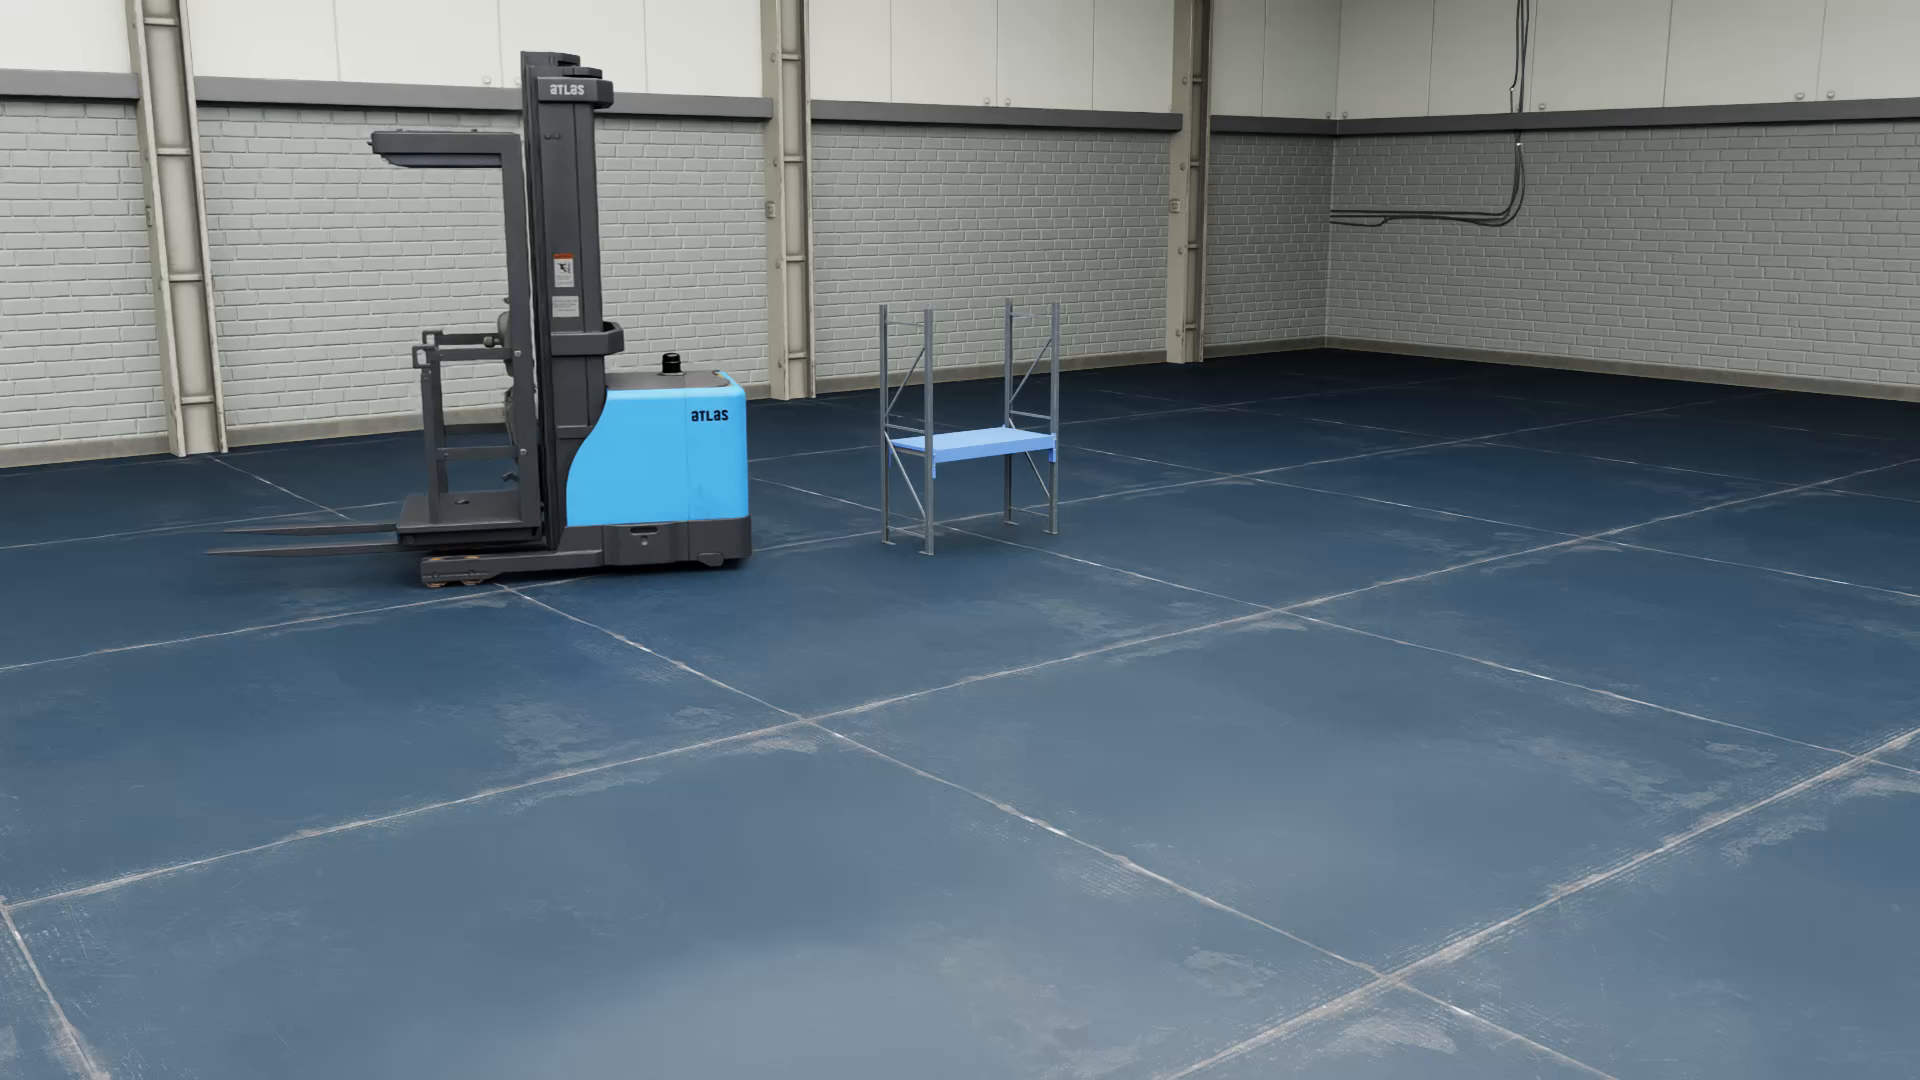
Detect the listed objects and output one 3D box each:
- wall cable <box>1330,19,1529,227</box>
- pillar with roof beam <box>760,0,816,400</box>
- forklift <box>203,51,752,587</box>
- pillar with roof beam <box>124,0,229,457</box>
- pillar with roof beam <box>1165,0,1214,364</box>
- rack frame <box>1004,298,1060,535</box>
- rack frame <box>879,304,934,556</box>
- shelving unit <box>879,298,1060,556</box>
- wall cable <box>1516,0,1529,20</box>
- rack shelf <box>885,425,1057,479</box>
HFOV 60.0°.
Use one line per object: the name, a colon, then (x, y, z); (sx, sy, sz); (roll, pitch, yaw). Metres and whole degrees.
wall cable: (6.020, -5.356, 21.663); (0.112, 2.526, 3.097); (-9, 15, -38)
pillar with roof beam: (0.898, -5.230, 13.595); (0.400, 9.000, 9.100); (-9, 15, -38)
forklift: (-2.810, -1.288, 9.636); (3.031, 2.935, 1.130); (-3, 12, -14)
pillar with roof beam: (-3.787, -4.452, 9.929); (0.400, 9.000, 9.100); (-9, 15, -38)
pillar with roof beam: (5.583, -6.009, 17.262); (0.400, 9.000, 9.100); (-9, 15, -38)
rack frame: (0.464, -0.811, 10.836); (0.032, 1.500, 0.500); (-9, 15, -38)
rack frame: (-0.330, -0.679, 10.214); (0.032, 1.500, 0.500); (-9, 15, -38)
shelving unit: (0.067, -0.745, 10.525); (1.048, 1.500, 0.538); (-9, 15, -38)
wall cable: (7.710, -7.388, 19.072); (0.112, 2.526, 3.097); (-9, 15, -38)
rack shelf: (0.067, -0.569, 10.562); (1.000, 0.185, 0.538); (-9, 15, -38)
